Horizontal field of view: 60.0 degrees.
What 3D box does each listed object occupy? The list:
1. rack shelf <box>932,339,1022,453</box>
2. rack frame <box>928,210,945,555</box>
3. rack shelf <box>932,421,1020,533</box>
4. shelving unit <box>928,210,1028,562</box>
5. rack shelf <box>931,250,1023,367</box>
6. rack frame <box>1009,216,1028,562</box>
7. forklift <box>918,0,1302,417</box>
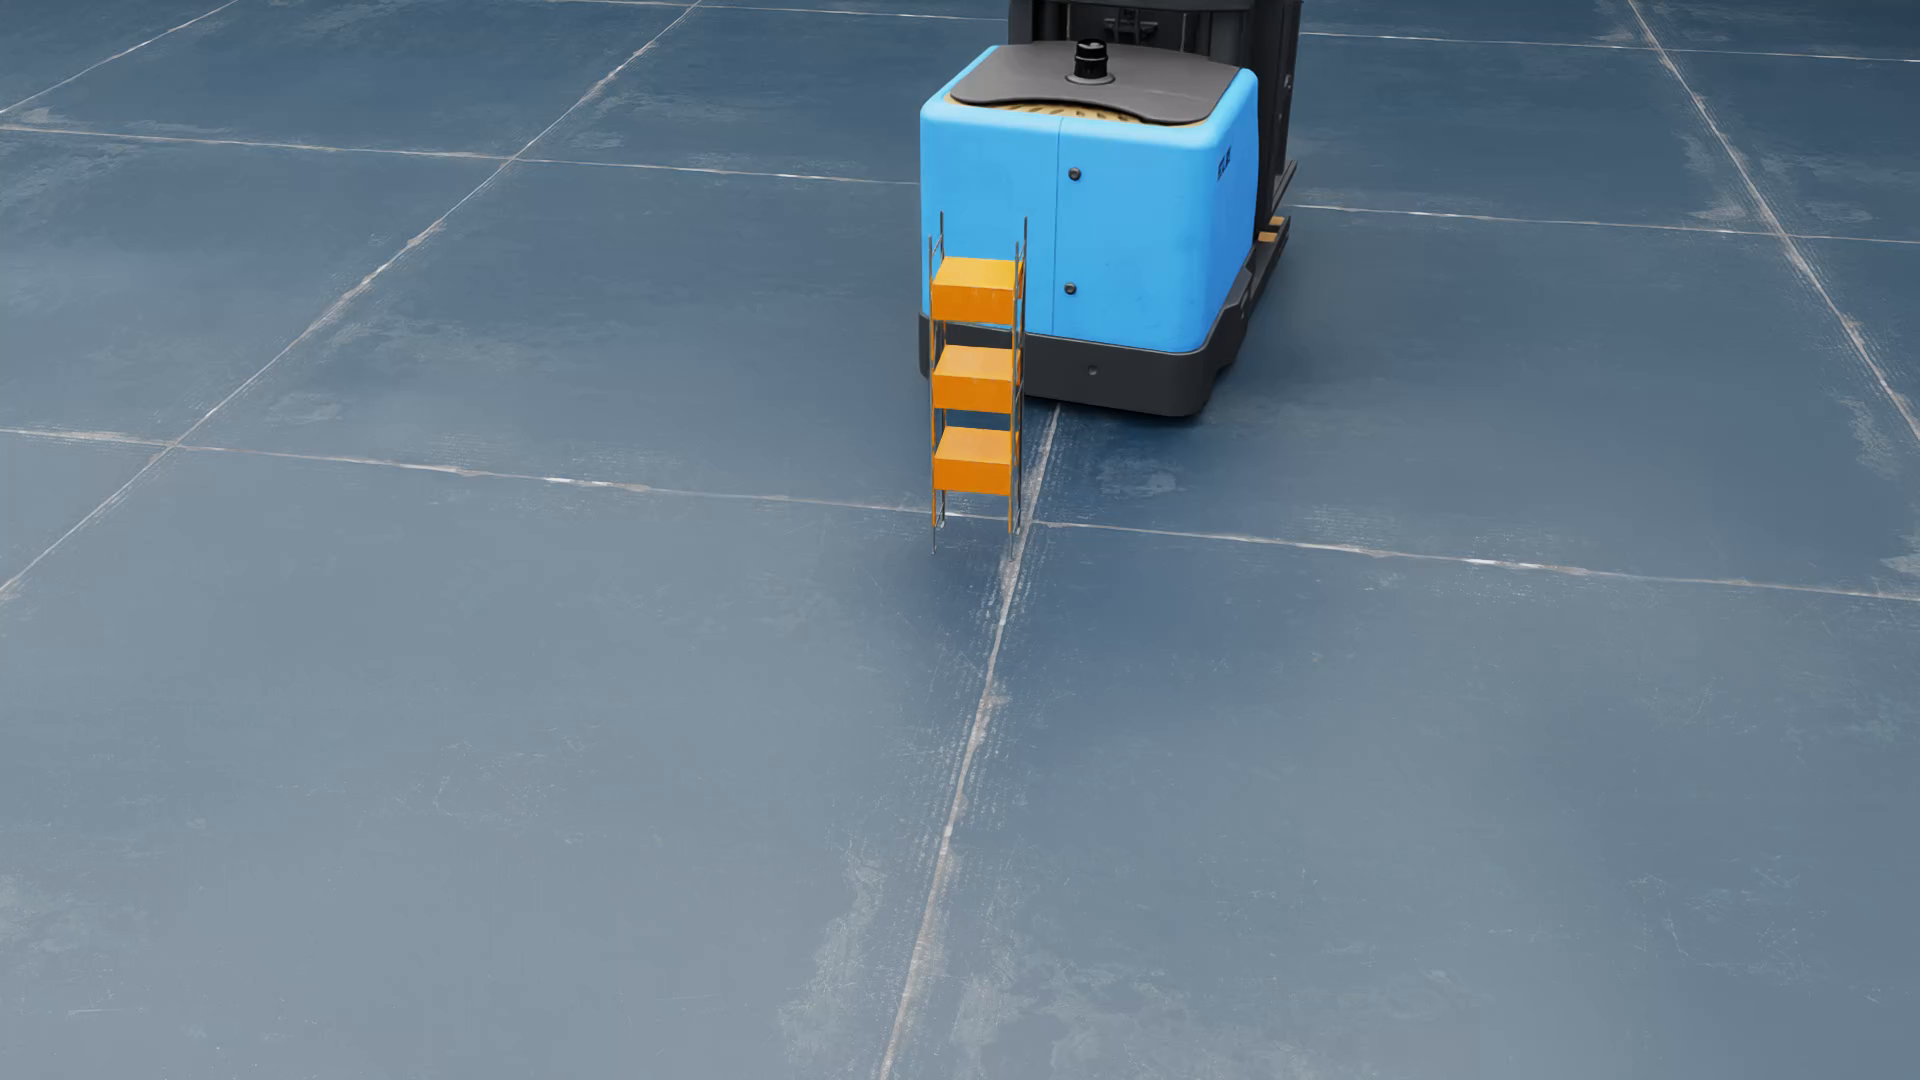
[{"bbox_3d":[0.053,-0.431,4.969,0.240,0.259,0.215,5,32,8],"label":"rack shelf"},{"bbox_3d":[-0.068,-0.451,4.981,0.008,1.050,0.200,5,32,8],"label":"rack frame"},{"bbox_3d":[0.053,-0.196,5.117,0.240,0.259,0.215,5,32,8],"label":"rack shelf"},{"bbox_3d":[0.053,-0.440,4.964,0.252,1.050,0.215,5,32,8],"label":"shelving unit"},{"bbox_3d":[0.053,-0.672,4.819,0.240,0.259,0.215,5,32,8],"label":"rack shelf"},{"bbox_3d":[0.173,-0.429,4.946,0.008,1.050,0.200,5,32,8],"label":"rack frame"},{"bbox_3d":[0.802,-2.446,6.395,1.130,2.935,3.031,10,33,16],"label":"forklift"}]
